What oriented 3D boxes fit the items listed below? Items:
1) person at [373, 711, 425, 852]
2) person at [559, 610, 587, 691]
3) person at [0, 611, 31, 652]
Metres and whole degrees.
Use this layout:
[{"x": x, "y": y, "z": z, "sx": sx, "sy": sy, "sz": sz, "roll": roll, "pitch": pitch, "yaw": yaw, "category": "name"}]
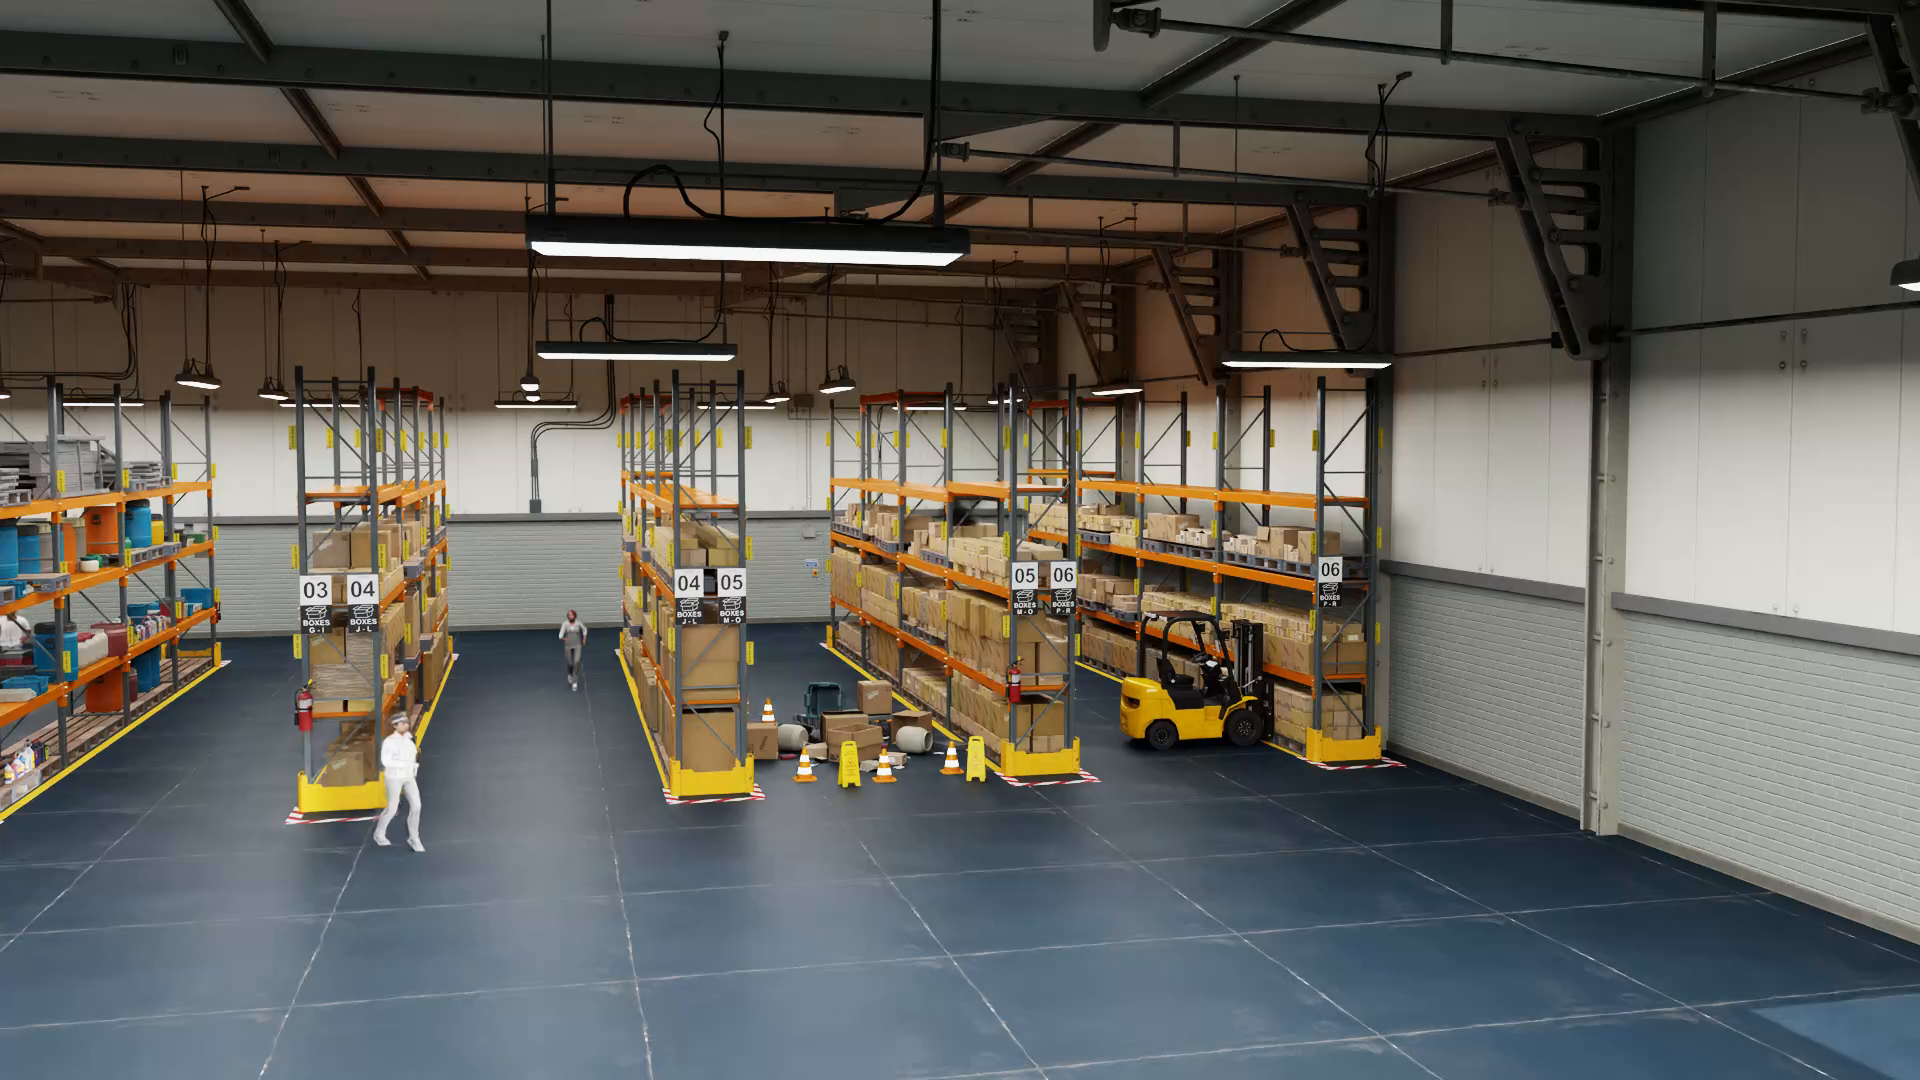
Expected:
[{"x": -6.845, "y": 2.958, "z": 20.315, "sx": 0.745, "sy": 1.769, "sz": 0.631, "roll": 2, "pitch": 4, "yaw": 28, "category": "person"}, {"x": -7.831, "y": 2.203, "z": 33.679, "sx": 0.553, "sy": 1.594, "sz": 0.884, "roll": -1, "pitch": 3, "yaw": -12, "category": "person"}, {"x": -19.254, "y": 2.135, "z": 33.761, "sx": 0.705, "sy": 1.719, "sz": 0.584, "roll": -2, "pitch": 4, "yaw": -29, "category": "person"}]
